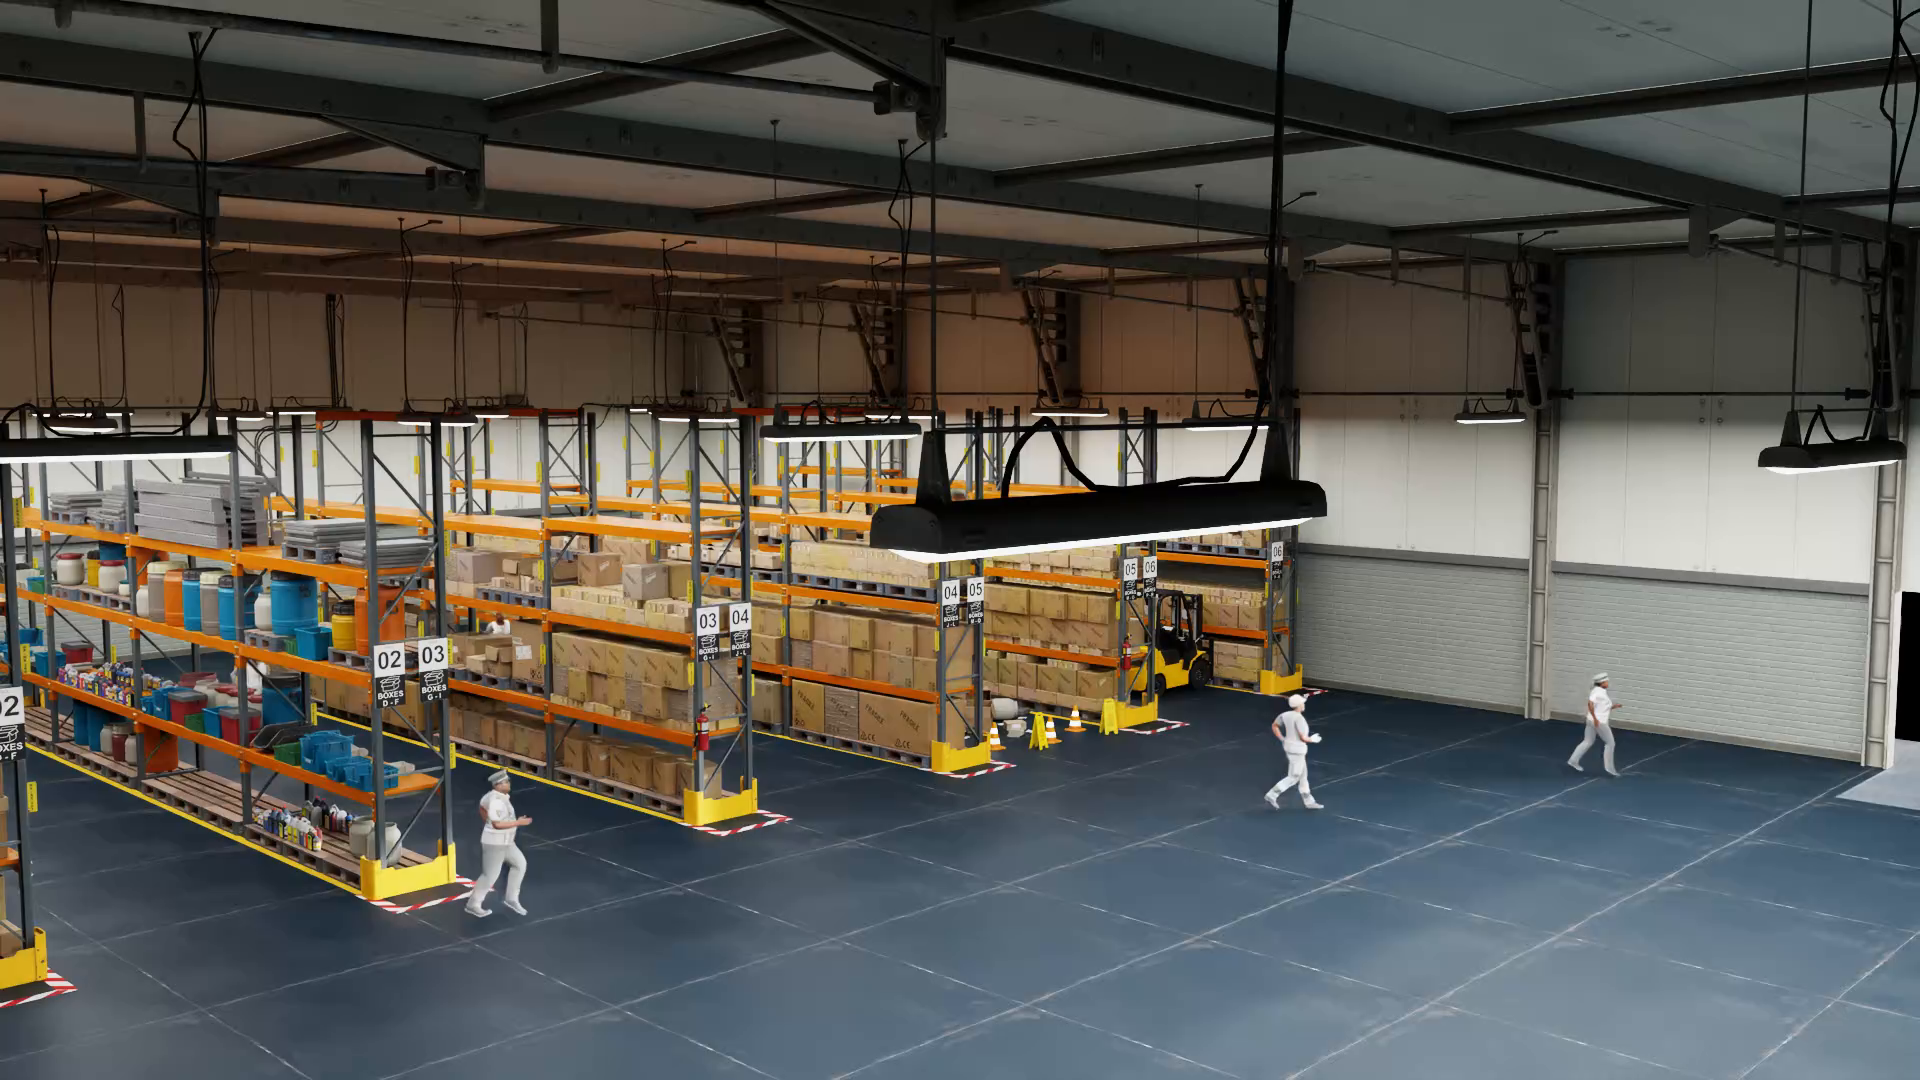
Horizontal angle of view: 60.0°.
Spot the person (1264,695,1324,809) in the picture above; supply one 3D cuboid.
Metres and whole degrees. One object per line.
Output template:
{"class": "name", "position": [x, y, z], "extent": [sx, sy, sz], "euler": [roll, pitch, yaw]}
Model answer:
{"class": "person", "position": [5.040, 3.207, 24.999], "extent": [1.008, 1.778, 0.648], "euler": [-1, 5, -12]}

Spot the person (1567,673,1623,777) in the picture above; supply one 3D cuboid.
{"class": "person", "position": [10.512, 3.047, 27.461], "extent": [0.846, 1.738, 0.547], "euler": [0, 5, 0]}

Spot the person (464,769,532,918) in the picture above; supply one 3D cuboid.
{"class": "person", "position": [-5.562, 3.671, 20.073], "extent": [0.810, 1.823, 0.610], "euler": [-1, 5, -6]}

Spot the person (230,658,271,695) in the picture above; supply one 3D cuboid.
{"class": "person", "position": [-12.708, 2.798, 29.975], "extent": [0.759, 1.834, 0.624], "euler": [3, 6, 33]}

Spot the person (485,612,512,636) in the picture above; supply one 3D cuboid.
{"class": "person", "position": [-9.793, 2.329, 35.453], "extent": [0.675, 1.758, 0.664], "euler": [-5, 7, -42]}
